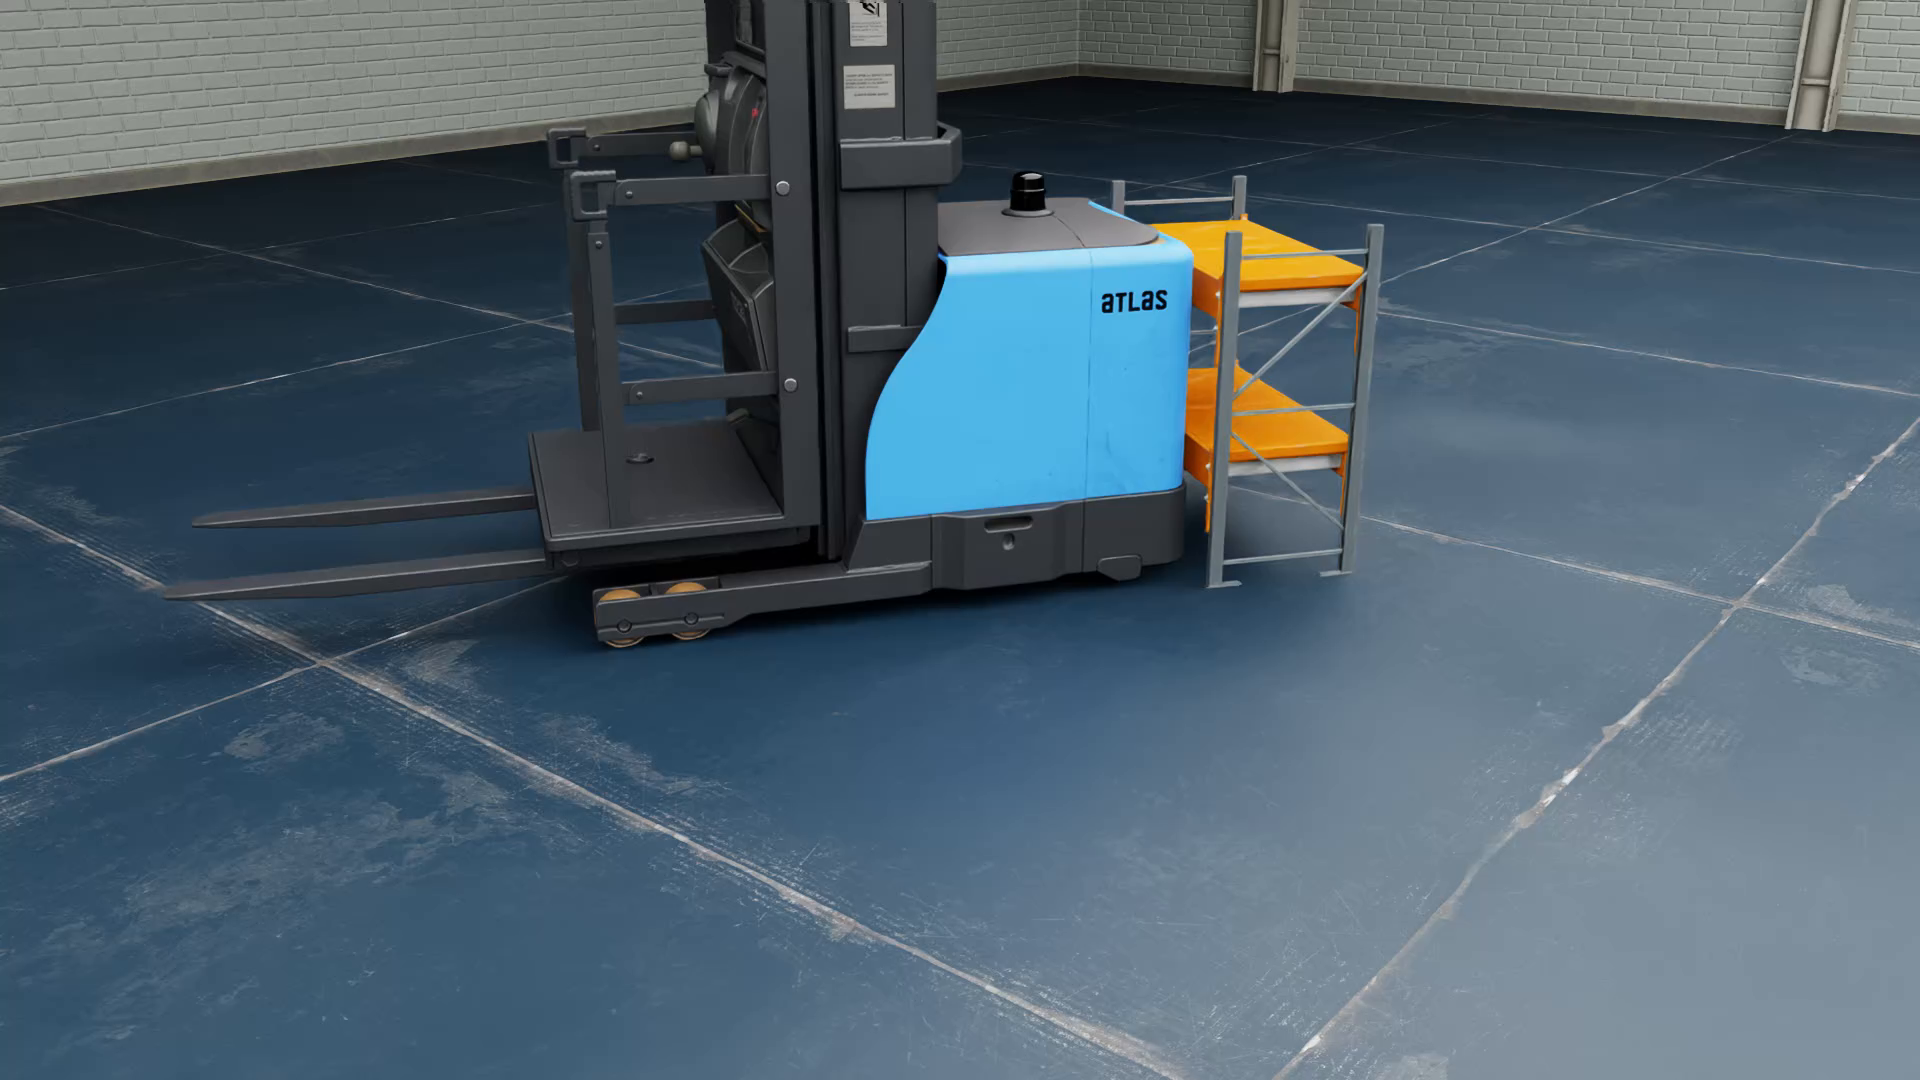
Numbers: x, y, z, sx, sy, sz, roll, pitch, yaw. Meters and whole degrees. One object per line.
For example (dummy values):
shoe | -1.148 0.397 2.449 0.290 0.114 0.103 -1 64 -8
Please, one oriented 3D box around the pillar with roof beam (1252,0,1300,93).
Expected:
pillar with roof beam | 1.047 -8.446 15.311 0.400 9.000 9.100 16 26 36

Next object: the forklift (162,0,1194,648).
forklift | -0.856 -1.266 4.872 3.031 2.935 1.130 -6 21 -15

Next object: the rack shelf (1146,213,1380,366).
rack shelf | 0.899 -0.847 5.490 0.538 0.278 1.000 -5 21 -13

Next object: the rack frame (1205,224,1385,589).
rack frame | 1.026 -0.399 5.133 0.500 1.125 0.032 -5 21 -13

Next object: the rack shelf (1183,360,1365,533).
rack shelf | 0.899 -0.344 5.680 0.538 0.278 1.000 -5 21 -13

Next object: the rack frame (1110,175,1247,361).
rack frame | 0.773 -0.747 6.054 0.500 1.125 0.032 -5 21 -13

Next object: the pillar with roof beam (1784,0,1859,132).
pillar with roof beam | 5.695 -7.107 11.761 0.400 9.000 9.100 16 26 36

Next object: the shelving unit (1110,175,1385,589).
shelving unit | 0.899 -0.573 5.594 0.538 1.125 1.048 -5 21 -13
